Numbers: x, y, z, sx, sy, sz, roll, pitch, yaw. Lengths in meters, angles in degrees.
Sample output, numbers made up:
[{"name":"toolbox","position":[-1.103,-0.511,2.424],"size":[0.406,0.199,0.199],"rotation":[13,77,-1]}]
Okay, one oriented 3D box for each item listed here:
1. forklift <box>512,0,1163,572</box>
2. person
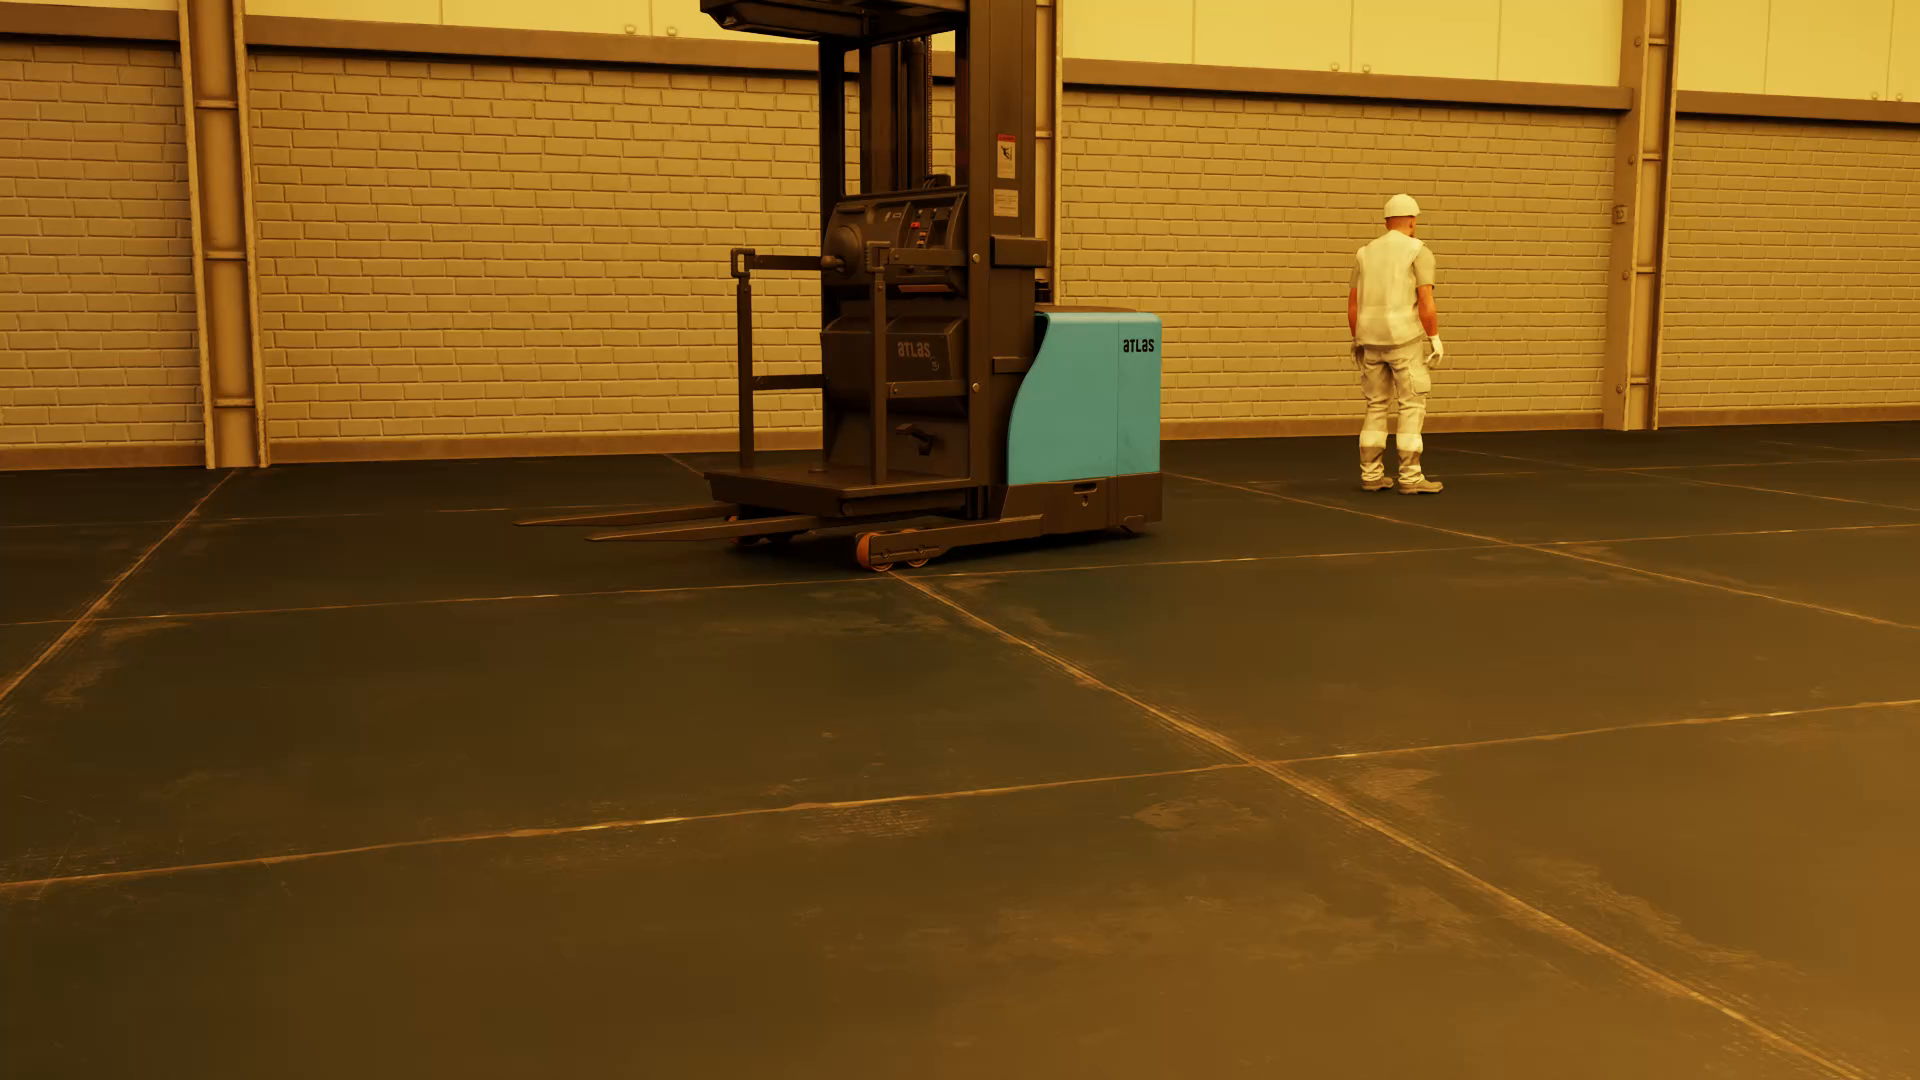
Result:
[{"name":"forklift","position":[-0.461,-1.399,7.333],"size":[3.031,2.935,1.130],"rotation":[-7,10,-40]},{"name":"person","position":[2.615,-1.179,10.005],"size":[0.449,1.779,0.619],"rotation":[-7,10,-41]}]
